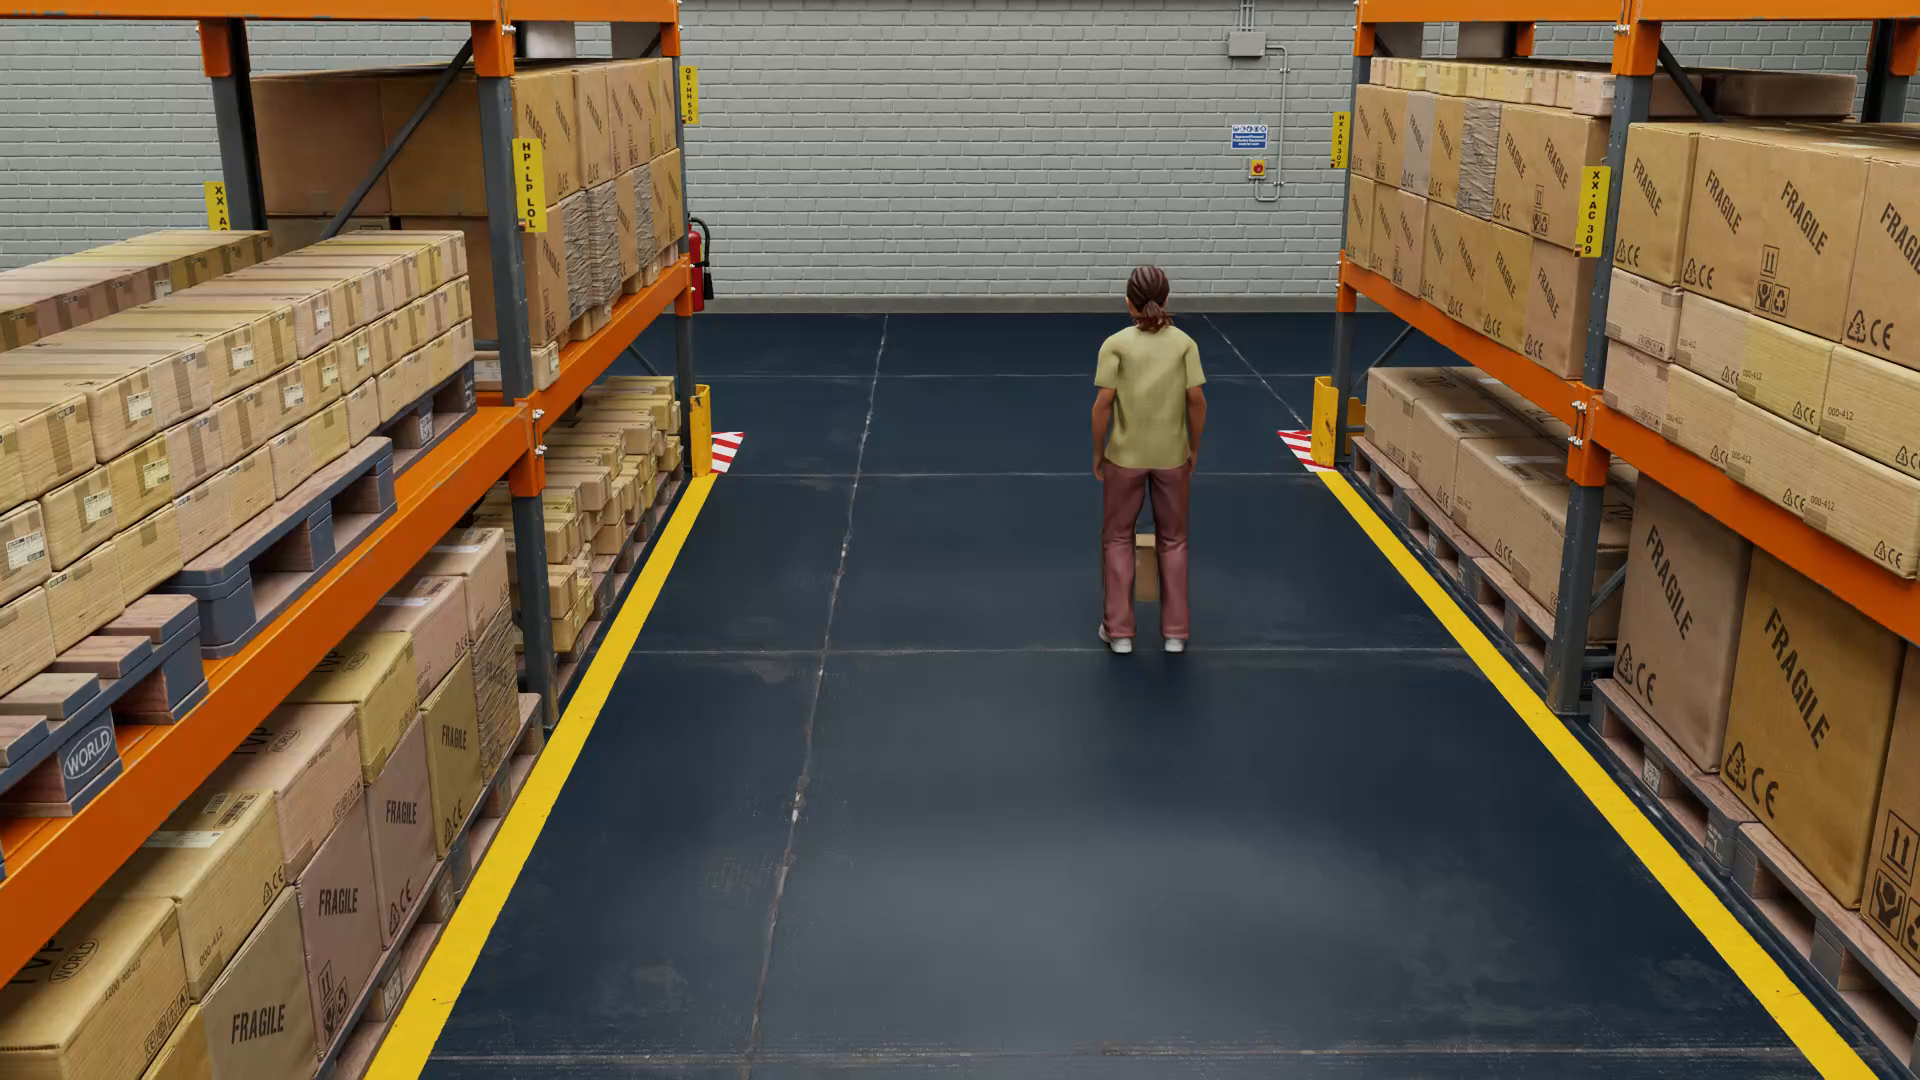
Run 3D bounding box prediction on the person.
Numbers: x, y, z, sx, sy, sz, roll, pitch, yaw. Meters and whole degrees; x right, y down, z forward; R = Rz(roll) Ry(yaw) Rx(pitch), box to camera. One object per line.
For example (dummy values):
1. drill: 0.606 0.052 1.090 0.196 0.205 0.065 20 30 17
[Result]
1. person: 0.796 -0.335 7.128 0.488 1.674 0.361 -1 17 -3
